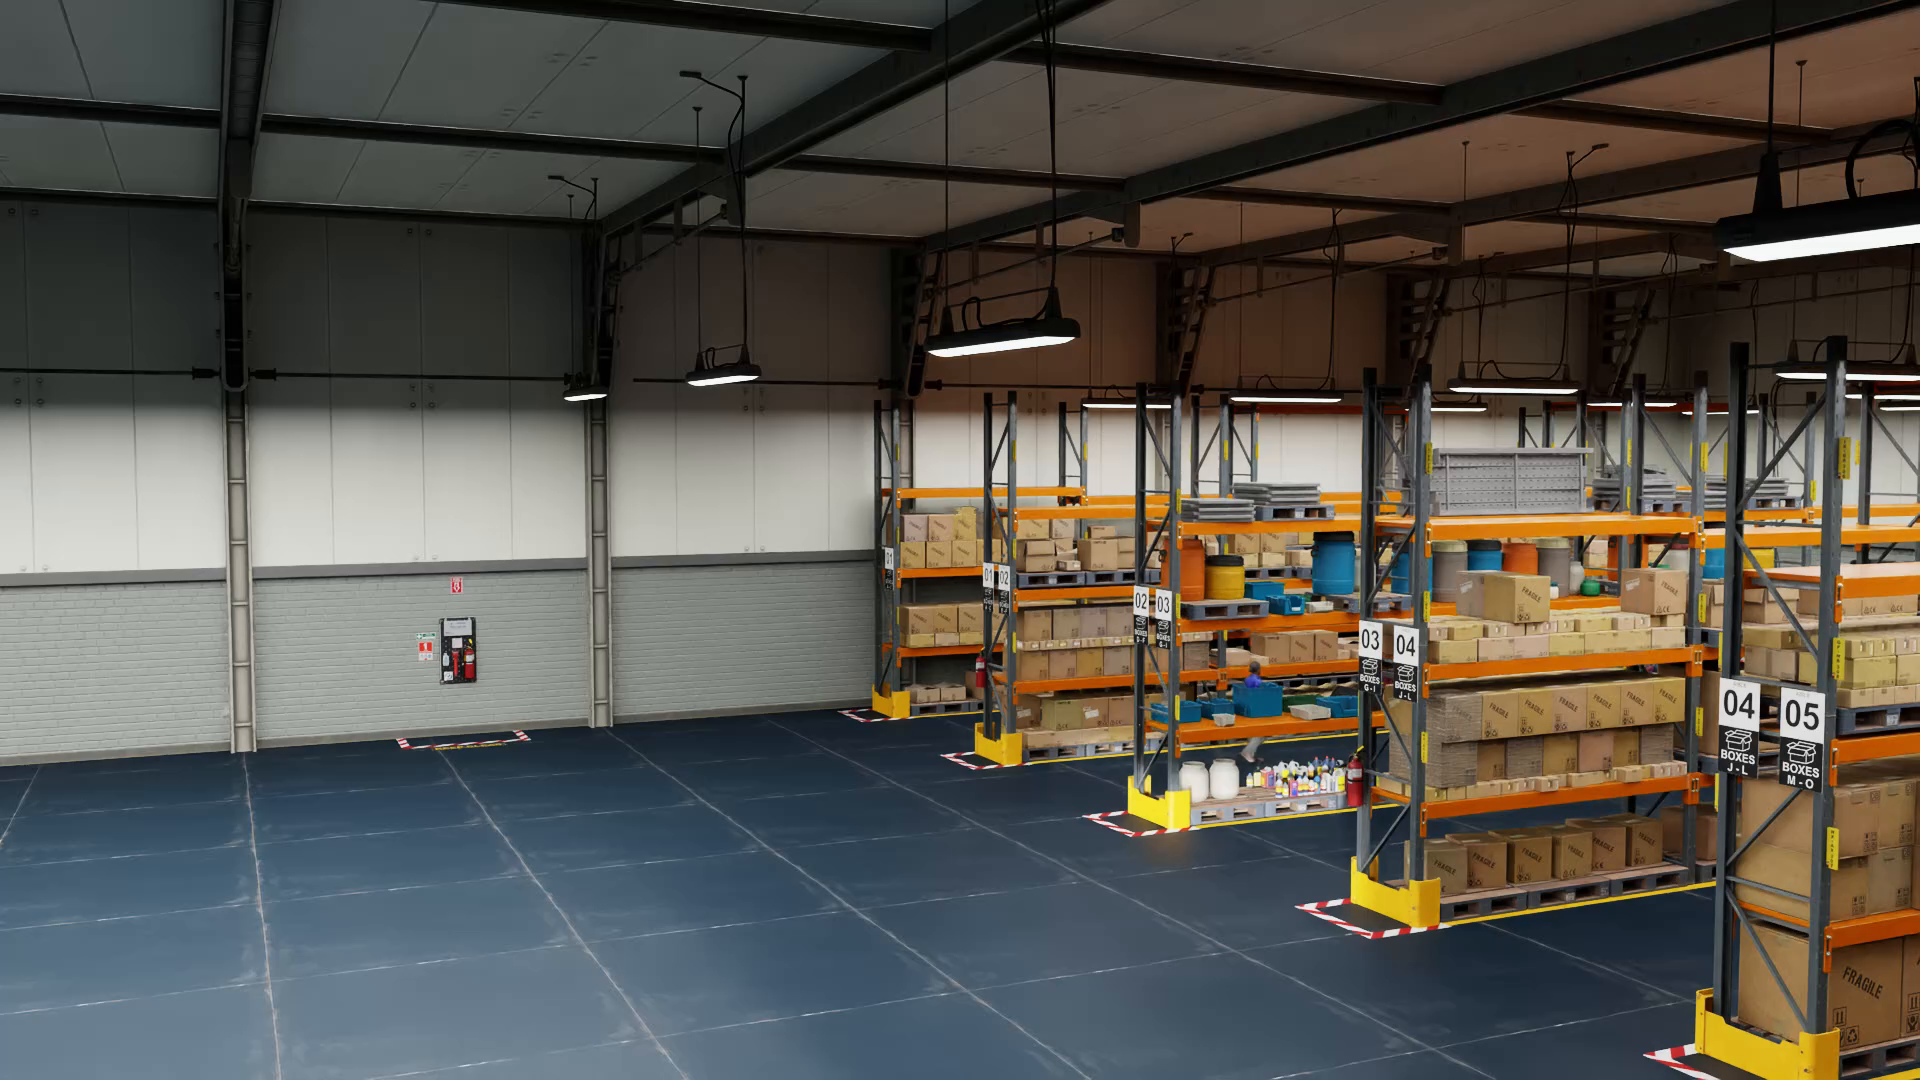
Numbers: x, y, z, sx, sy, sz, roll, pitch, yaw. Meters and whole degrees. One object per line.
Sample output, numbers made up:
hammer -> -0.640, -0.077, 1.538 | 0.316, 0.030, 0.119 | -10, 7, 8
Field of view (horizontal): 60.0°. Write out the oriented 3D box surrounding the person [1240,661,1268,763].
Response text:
person -> 4.718, 2.781, 26.832 | 0.498, 1.656, 0.512 | -1, 4, -21
